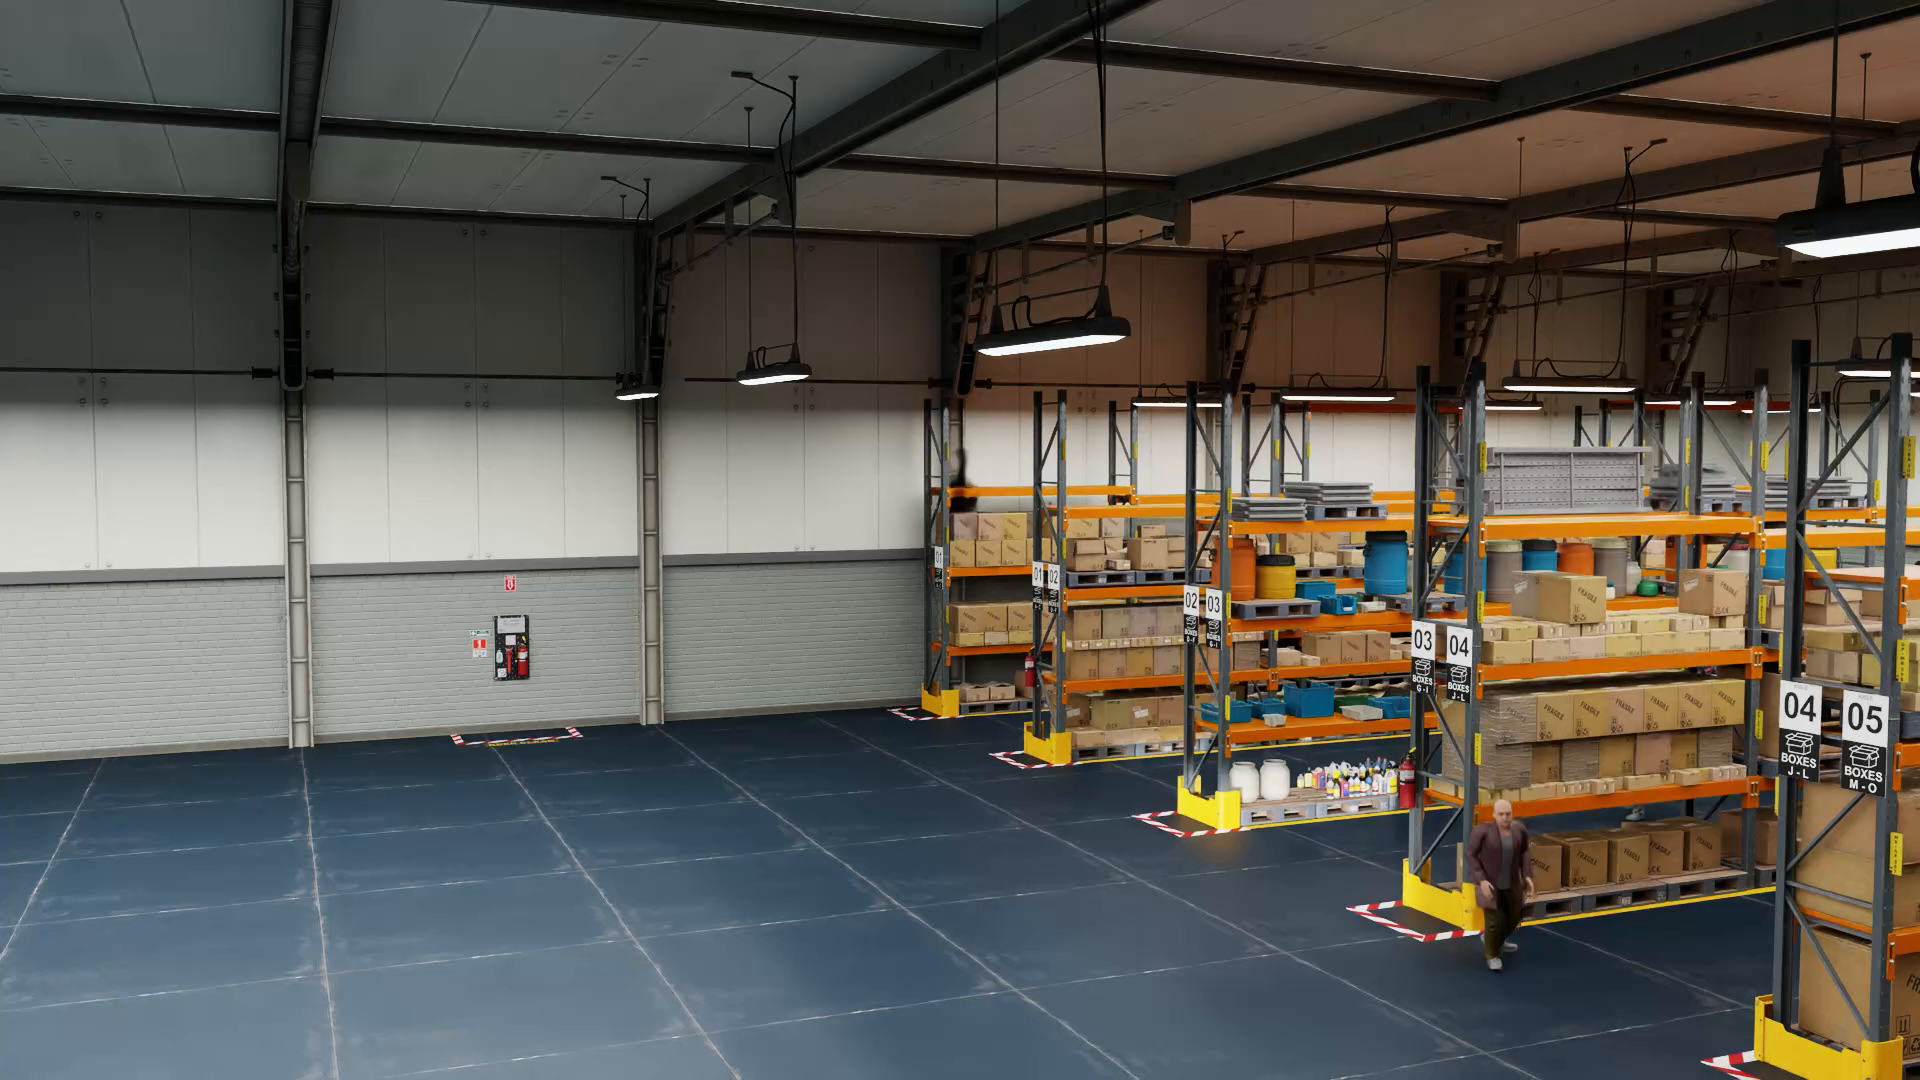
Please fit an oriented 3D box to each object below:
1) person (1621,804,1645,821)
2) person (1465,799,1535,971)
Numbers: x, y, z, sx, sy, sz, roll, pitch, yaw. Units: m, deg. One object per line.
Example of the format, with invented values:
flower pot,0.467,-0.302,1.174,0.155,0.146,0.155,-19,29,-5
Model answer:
person,9.163,2.954,22.676,0.528,1.743,0.688,-1,4,-18
person,5.267,3.345,16.343,0.731,1.716,0.775,0,3,-8
